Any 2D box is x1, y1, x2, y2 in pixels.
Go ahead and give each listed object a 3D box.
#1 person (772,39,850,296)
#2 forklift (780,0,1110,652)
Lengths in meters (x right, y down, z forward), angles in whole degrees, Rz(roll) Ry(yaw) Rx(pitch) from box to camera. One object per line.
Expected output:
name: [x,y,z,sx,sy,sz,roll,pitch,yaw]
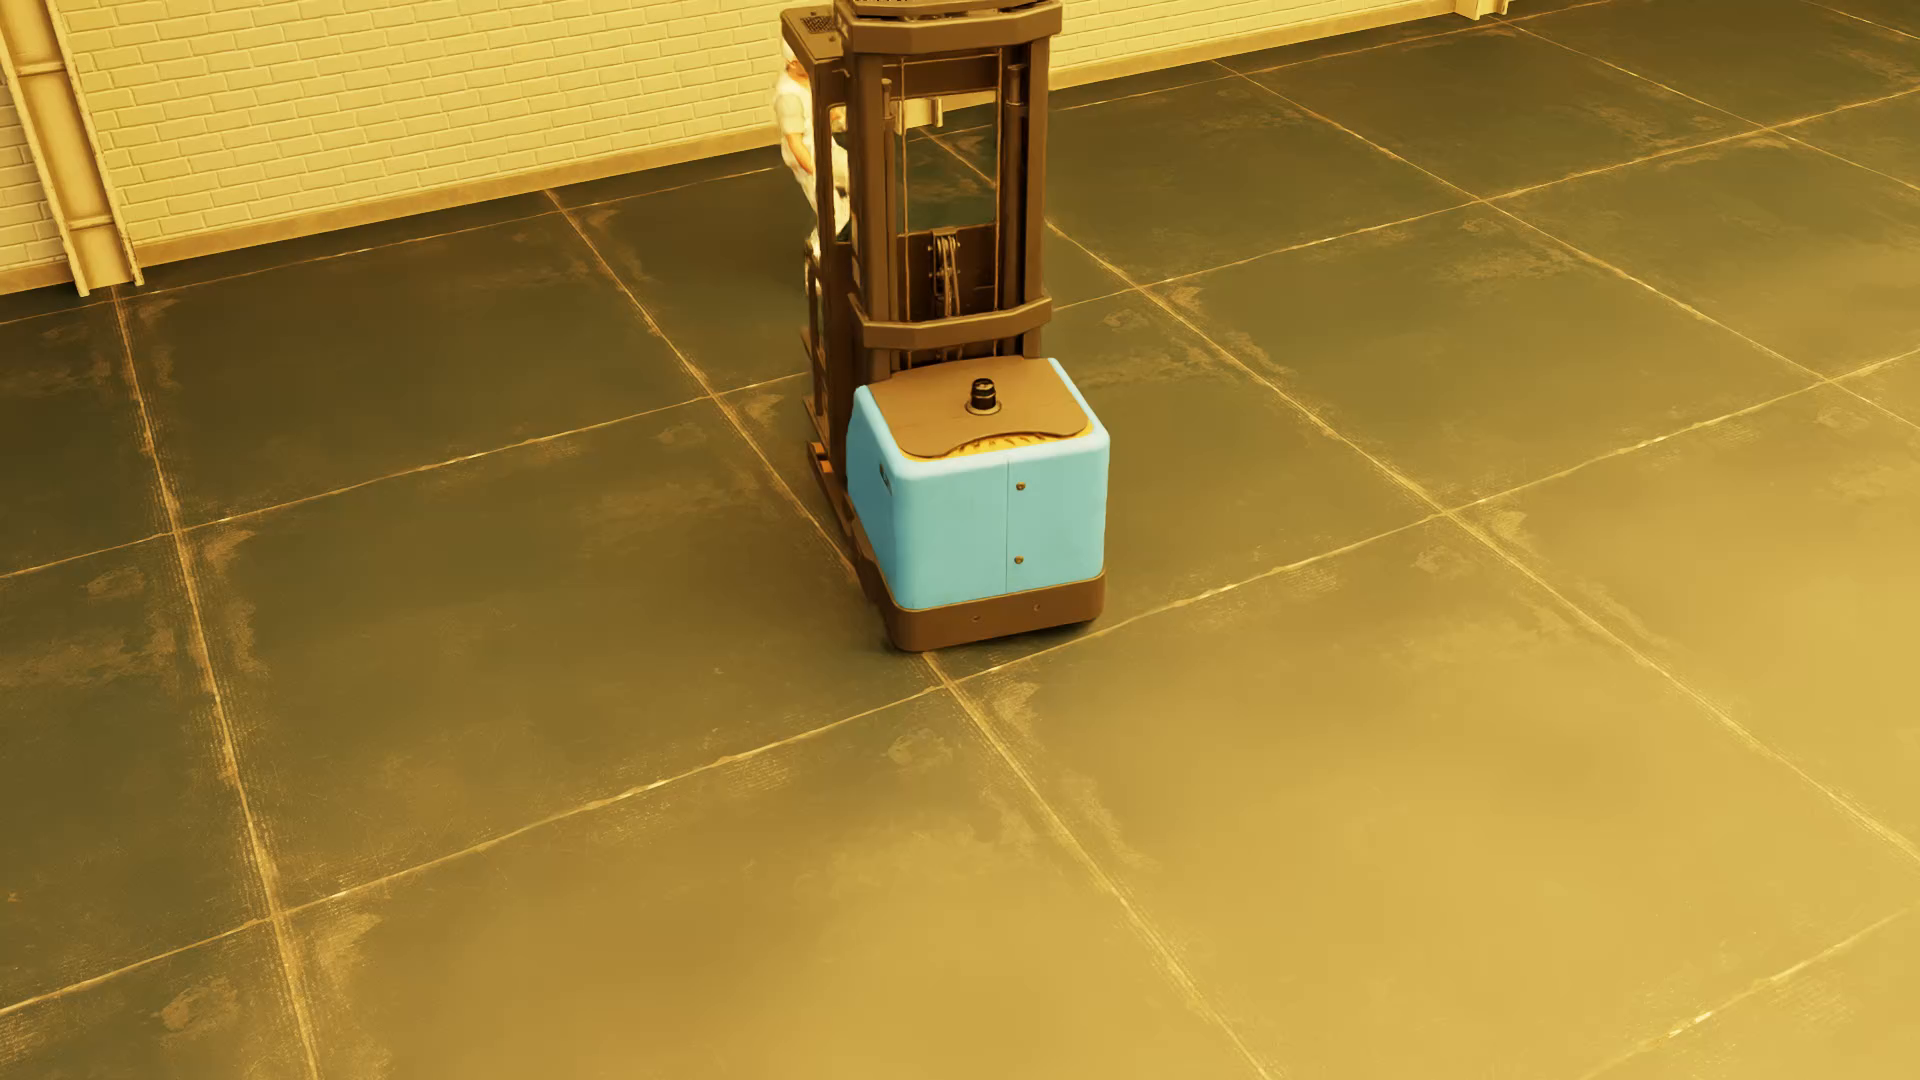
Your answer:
person: [-0.895,-2.463,10.723,0.553,1.654,0.892,10,37,14]
forklift: [-0.214,-1.522,8.276,1.130,2.935,3.031,-10,36,-13]
